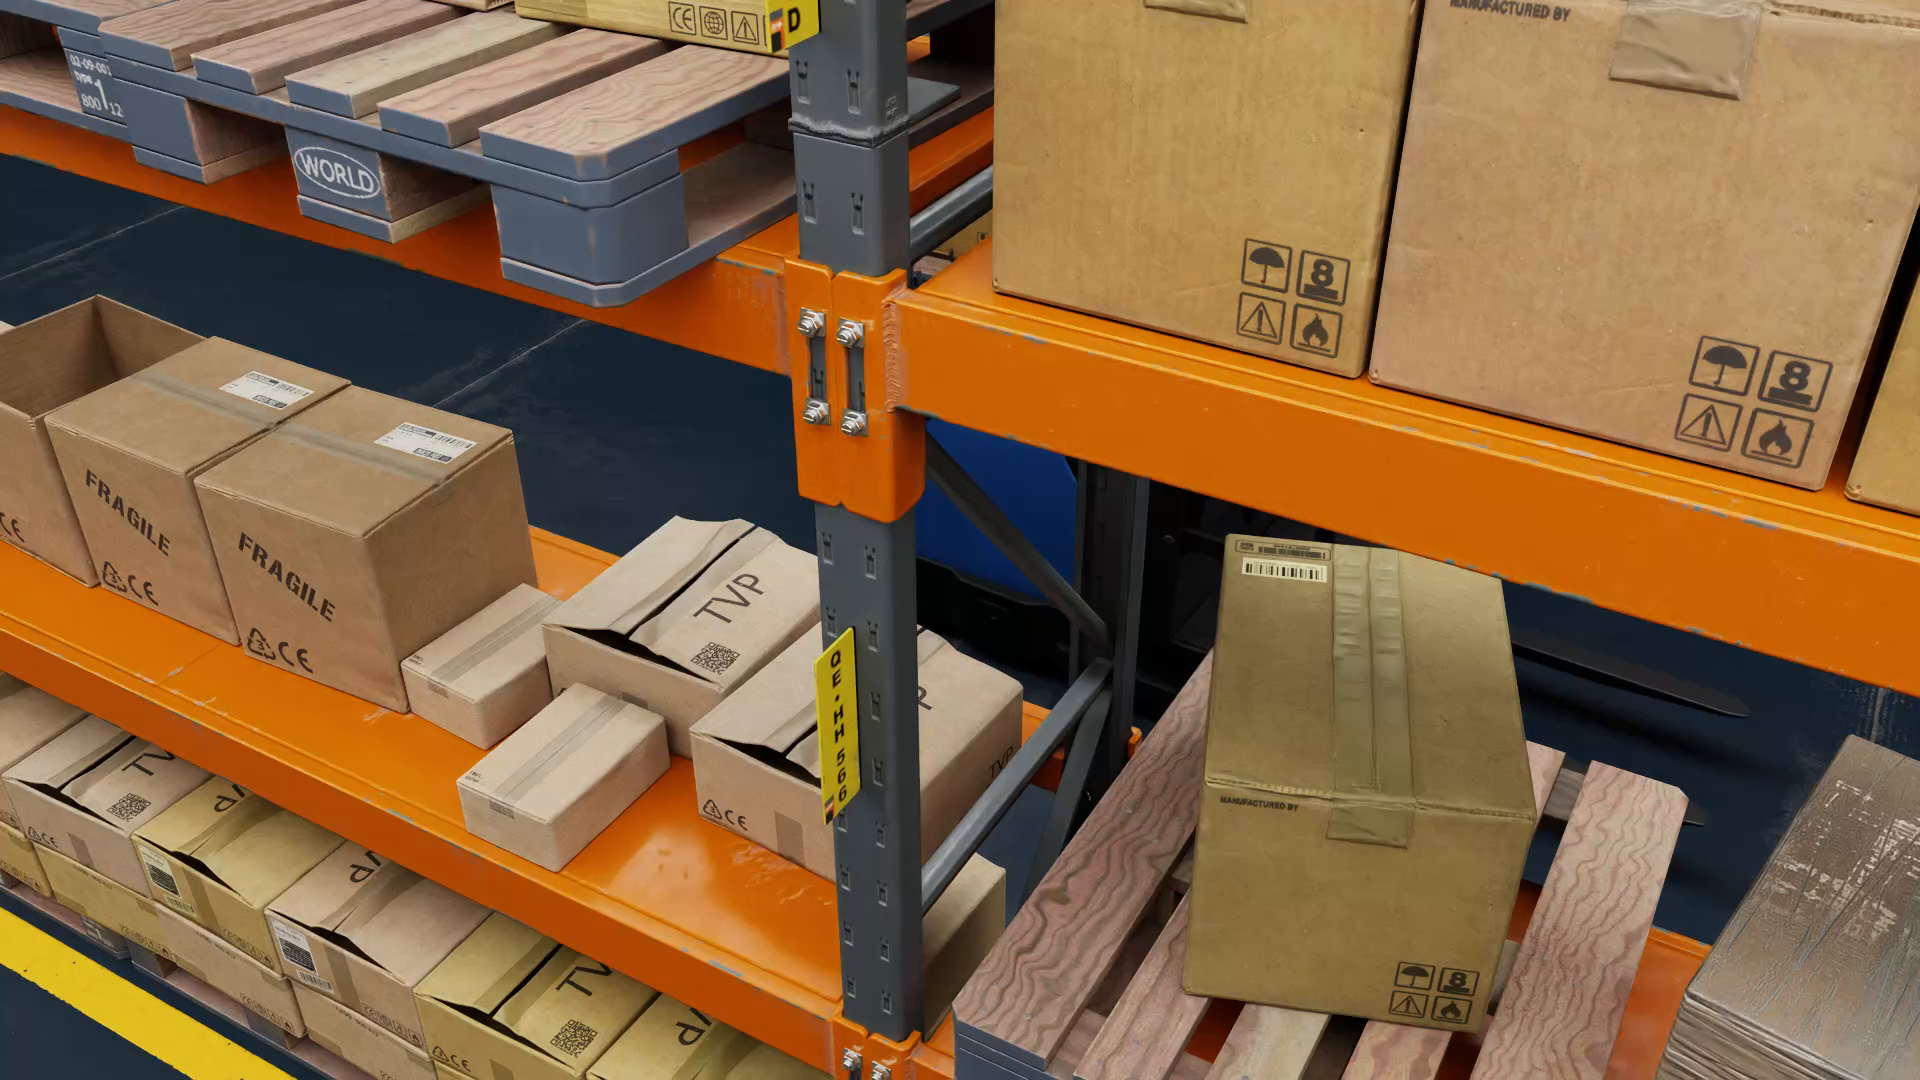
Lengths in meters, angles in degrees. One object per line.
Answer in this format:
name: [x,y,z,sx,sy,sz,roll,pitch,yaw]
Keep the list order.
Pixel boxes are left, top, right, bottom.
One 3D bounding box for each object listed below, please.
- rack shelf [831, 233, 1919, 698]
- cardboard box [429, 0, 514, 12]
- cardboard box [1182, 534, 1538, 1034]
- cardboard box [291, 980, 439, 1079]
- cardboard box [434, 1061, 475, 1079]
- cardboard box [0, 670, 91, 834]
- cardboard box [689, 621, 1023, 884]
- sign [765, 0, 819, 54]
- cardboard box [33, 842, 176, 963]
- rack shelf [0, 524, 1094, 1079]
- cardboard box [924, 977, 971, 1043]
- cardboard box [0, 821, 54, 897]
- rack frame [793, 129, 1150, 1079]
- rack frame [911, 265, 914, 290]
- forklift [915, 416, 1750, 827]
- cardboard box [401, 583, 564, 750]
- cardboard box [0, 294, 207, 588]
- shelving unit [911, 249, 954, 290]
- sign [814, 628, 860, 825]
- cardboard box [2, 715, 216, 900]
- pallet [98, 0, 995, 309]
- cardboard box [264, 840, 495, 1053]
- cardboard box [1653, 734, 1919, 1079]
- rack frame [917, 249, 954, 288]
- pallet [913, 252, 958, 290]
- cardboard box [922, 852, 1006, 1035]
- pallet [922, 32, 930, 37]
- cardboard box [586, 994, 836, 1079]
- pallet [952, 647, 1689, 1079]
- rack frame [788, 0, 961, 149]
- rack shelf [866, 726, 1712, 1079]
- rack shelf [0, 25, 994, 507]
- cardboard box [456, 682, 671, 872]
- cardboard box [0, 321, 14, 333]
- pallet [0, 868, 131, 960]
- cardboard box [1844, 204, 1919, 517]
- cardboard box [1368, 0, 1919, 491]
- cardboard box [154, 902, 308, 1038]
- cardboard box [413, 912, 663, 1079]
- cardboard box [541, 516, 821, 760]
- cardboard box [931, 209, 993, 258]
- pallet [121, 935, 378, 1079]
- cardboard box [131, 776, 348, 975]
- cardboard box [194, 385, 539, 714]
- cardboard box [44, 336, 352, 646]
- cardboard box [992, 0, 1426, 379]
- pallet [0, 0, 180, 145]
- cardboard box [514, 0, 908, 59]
rack shelf: [1.821,0.106,1.828,4.000,0.370,1.077,18,37,24]
cardboard box: [-0.801,-1.089,2.730,0.500,0.250,0.500,19,38,26]
cardboard box: [0.687,0.407,2.963,0.500,0.500,0.700,6,34,9]
cardboard box: [-1.377,1.167,4.393,0.500,0.250,0.500,18,38,25]
cardboard box: [-0.942,1.307,4.183,0.500,0.250,0.500,17,37,24]
cardboard box: [-2.721,0.515,4.867,0.500,0.311,0.500,17,37,24]
cardboard box: [-0.209,0.421,3.492,0.500,0.311,0.500,20,39,27]
sign: [-0.198,-0.727,1.892,0.005,0.325,0.100,18,37,24]
cardboard box: [-2.267,0.887,4.814,0.500,0.250,0.500,16,37,23]
rack shelf: [-1.652,0.254,4.311,4.000,0.370,1.077,18,37,24]
cardboard box: [-0.224,1.189,4.360,0.500,0.250,0.500,17,37,24]
cardboard box: [-2.718,0.746,5.026,0.500,0.250,0.500,19,38,26]
rack frame: [0.085,0.505,3.286,0.127,3.000,1.000,18,37,24]
rack frame: [-0.245,-0.588,6.550,0.006,1.200,0.240,20,38,27]
forklift: [1.165,-0.775,5.269,3.031,2.935,1.130,20,38,27]
cardboard box: [-1.050,0.286,3.842,0.250,0.149,0.380,21,39,28]
cardboard box: [-2.272,-0.273,4.364,0.500,0.500,0.500,20,39,28]
shelving unit: [-0.168,-0.560,6.509,0.189,1.200,0.258,20,38,27]
sign: [-0.188,0.291,2.563,0.005,0.325,0.100,18,37,24]
cardboard box: [-2.271,0.656,4.654,0.500,0.311,0.500,16,37,23]
pallet: [-0.549,-0.809,2.723,1.003,0.211,1.213,19,38,27]
cardboard box: [-1.383,0.935,4.235,0.500,0.311,0.500,17,37,24]
cardboard box: [1.387,0.751,2.448,0.500,0.500,0.700,25,41,33]
rack frame: [-0.091,-0.533,6.468,0.006,1.200,0.240,20,38,27]
pallet: [-0.257,-1.606,8.972,1.213,0.211,1.003,18,37,24]
cardboard box: [-0.224,0.955,4.205,0.500,0.311,0.500,19,38,26]
pallet: [-0.342,-2.620,8.152,1.213,0.211,1.003,18,37,24]
cardboard box: [-0.492,1.215,3.815,0.500,0.311,0.500,19,38,26]
pallet: [0.708,0.737,3.110,1.003,0.211,1.213,18,37,24]
rack frame: [0.085,-1.992,1.623,0.127,3.000,1.000,18,37,24]
rack shelf: [1.821,1.354,2.659,4.000,0.370,1.077,18,37,24]
rack shelf: [-1.652,-0.995,3.480,4.000,0.370,1.077,18,37,24]
cardboard box: [-0.833,0.495,3.527,0.250,0.149,0.380,18,37,24]
cardboard box: [-2.939,-0.419,4.808,0.500,0.250,0.500,20,39,27]
pallet: [-2.729,0.749,5.435,1.213,0.211,1.003,18,37,24]
cardboard box: [1.375,-0.399,1.846,0.500,0.500,0.910,18,37,24]
cardboard box: [0.923,-0.542,2.060,0.500,0.500,0.910,18,37,24]
cardboard box: [-1.825,1.027,4.603,0.500,0.250,0.500,18,38,25]
cardboard box: [-0.947,1.076,4.025,0.500,0.311,0.500,17,37,24]
cardboard box: [-0.596,0.203,3.820,0.500,0.311,0.500,17,37,24]
cardboard box: [0.187,-1.811,8.621,0.500,0.500,0.700,17,37,23]
pallet: [-1.666,1.084,4.932,1.213,0.211,1.003,18,37,24]
cardboard box: [-1.817,0.796,4.444,0.500,0.311,0.500,19,38,26]
cardboard box: [-1.380,0.009,3.939,0.500,0.500,0.500,16,37,22]
cardboard box: [-1.837,-0.135,4.157,0.500,0.500,0.500,18,38,24]
cardboard box: [0.480,-0.682,2.271,0.500,0.500,0.910,18,37,24]
pallet: [-1.521,-1.115,3.182,1.213,0.211,1.003,19,38,27]
cardboard box: [-0.337,-0.954,2.526,0.500,0.250,0.500,15,36,21]
